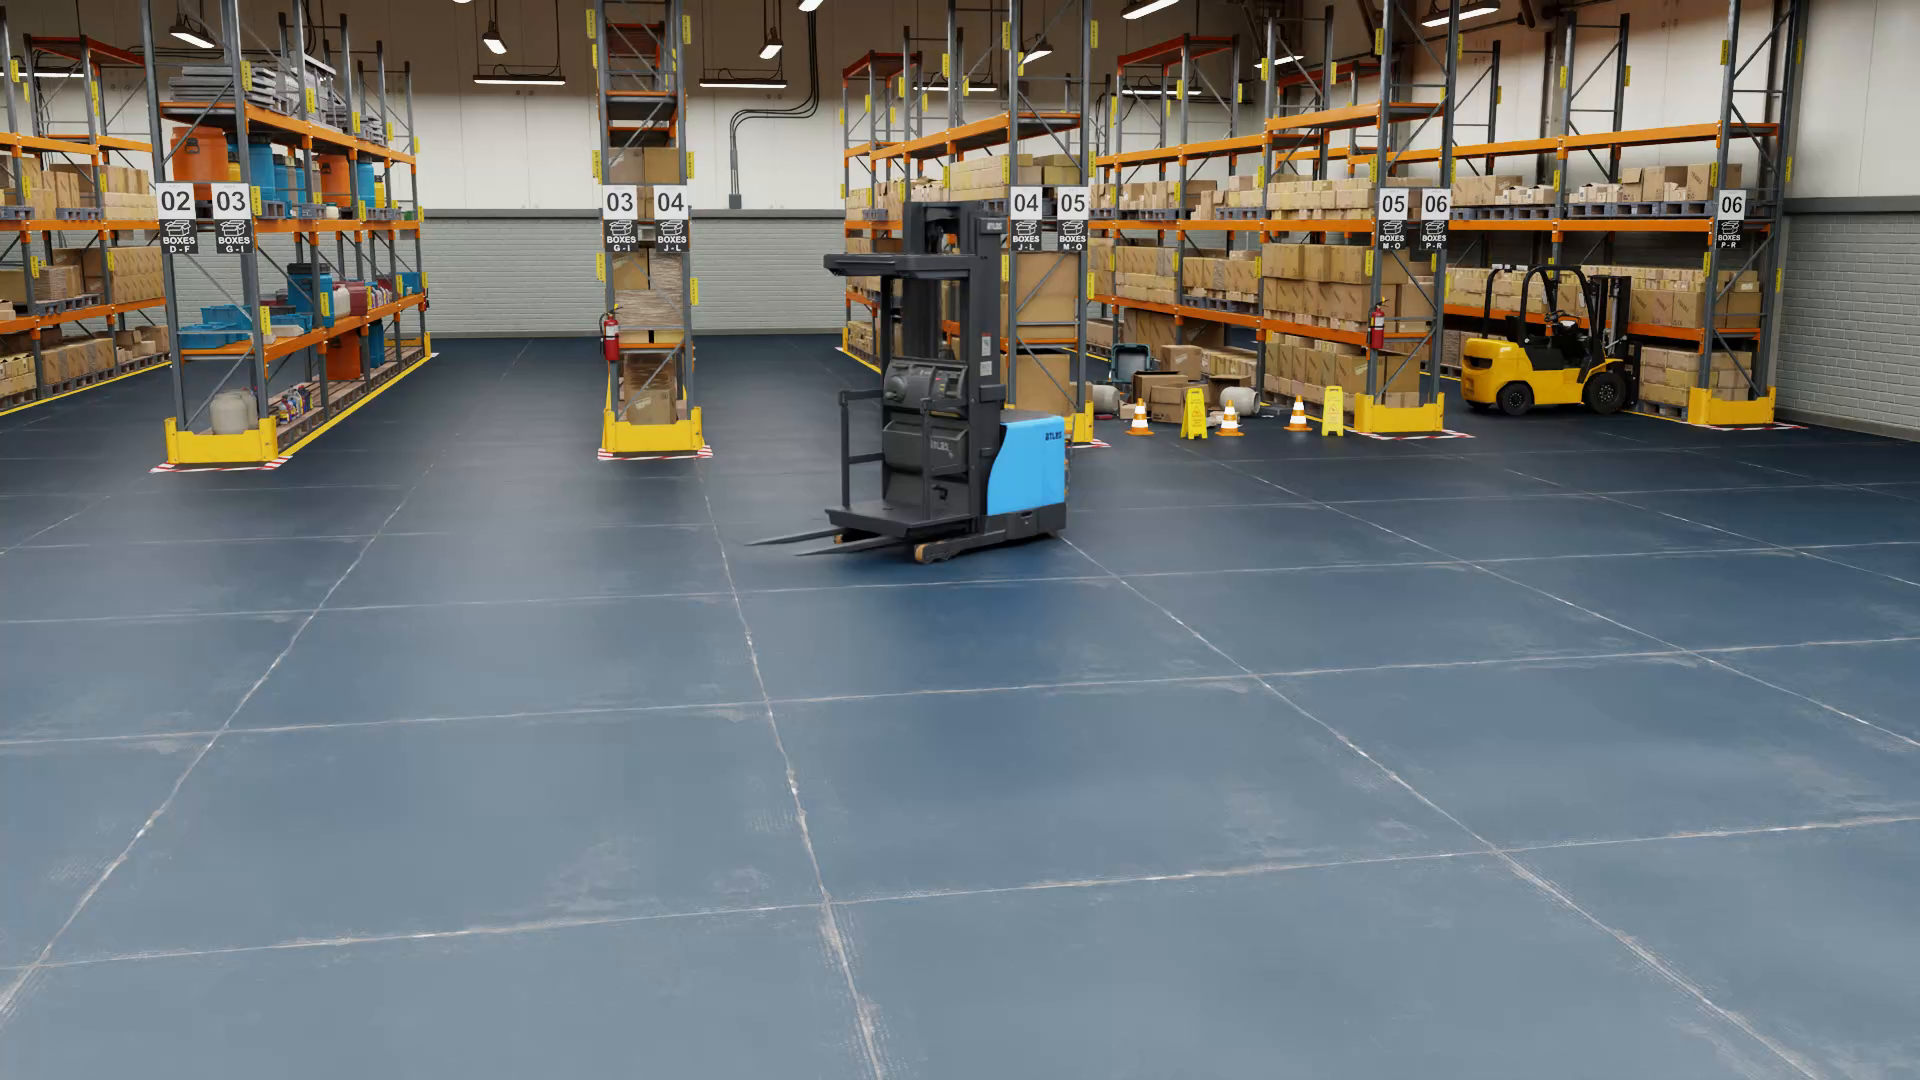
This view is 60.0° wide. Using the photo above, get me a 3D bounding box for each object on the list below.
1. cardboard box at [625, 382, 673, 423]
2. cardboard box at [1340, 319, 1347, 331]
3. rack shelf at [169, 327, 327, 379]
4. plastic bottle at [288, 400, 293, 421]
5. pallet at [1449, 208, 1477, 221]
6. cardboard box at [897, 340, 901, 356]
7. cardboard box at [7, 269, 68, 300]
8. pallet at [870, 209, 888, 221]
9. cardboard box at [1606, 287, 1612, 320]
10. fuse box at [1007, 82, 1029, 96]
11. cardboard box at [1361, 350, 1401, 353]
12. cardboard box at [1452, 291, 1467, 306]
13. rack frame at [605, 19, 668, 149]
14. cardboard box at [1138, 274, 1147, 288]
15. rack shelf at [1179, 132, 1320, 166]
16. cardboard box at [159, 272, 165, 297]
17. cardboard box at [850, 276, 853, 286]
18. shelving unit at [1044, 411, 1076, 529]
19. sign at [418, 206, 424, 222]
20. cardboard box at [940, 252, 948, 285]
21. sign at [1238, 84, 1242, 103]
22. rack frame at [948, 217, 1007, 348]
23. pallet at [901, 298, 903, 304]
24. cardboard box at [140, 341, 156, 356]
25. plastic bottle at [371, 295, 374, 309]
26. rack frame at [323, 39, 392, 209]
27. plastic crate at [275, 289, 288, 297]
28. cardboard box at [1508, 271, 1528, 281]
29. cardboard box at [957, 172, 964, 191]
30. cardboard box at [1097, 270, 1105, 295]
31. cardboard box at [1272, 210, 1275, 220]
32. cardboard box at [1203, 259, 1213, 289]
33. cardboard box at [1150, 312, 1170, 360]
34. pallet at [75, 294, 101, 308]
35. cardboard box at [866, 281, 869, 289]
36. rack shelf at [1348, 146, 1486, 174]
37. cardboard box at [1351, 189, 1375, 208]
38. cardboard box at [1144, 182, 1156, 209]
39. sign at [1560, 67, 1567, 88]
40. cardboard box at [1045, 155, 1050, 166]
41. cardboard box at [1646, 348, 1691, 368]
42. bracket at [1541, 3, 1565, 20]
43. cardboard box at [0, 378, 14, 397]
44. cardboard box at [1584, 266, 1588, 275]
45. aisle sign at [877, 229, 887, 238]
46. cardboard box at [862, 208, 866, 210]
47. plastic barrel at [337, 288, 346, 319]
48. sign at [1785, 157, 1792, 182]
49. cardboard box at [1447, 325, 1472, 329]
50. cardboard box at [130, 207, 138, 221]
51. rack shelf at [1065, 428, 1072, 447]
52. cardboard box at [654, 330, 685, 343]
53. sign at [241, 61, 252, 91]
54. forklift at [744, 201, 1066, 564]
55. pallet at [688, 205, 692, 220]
[{"bbox_3d":[-4.032,-1.786,21.619,0.500,0.500,0.500,1,11,4],"label":"cardboard box"},{"bbox_3d":[5.474,-2.972,22.961,0.380,0.149,0.250,-2,11,-12],"label":"cardboard box"},{"bbox_3d":[-9.025,-2.417,21.299,1.077,0.370,4.000,-2,11,-11],"label":"rack shelf"},{"bbox_3d":[-8.750,-1.686,21.655,0.097,0.271,0.097,0,11,0],"label":"plastic bottle"},{"bbox_3d":[9.475,-5.852,29.905,1.213,0.211,1.003,-2,11,-8],"label":"pallet"},{"bbox_3d":[-0.833,-3.303,29.588,0.500,0.500,0.500,-2,11,-11],"label":"cardboard box"},{"bbox_3d":[-15.275,-4.233,27.525,0.700,0.500,0.500,0,11,0],"label":"cardboard box"},{"bbox_3d":[-1.006,-6.021,30.787,1.213,0.211,1.003,-2,11,-11],"label":"pallet"},{"bbox_3d":[10.081,-3.630,25.477,0.500,0.500,0.500,-2,11,-12],"label":"cardboard box"},{"bbox_3d":[1.469,-11.417,42.056,0.513,0.334,0.176,-2,11,-11],"label":"fuse box"},{"bbox_3d":[5.946,-2.426,23.647,0.500,0.500,0.500,-3,11,-13],"label":"cardboard box"},{"bbox_3d":[9.195,-4.336,29.859,0.500,0.250,0.500,-2,11,-12],"label":"cardboard box"},{"bbox_3d":[-5.333,-6.998,27.398,1.000,3.000,0.127,-2,11,-11],"label":"rack frame"},{"bbox_3d":[3.720,-4.945,31.721,0.500,0.250,0.500,-2,11,-13],"label":"cardboard box"},{"bbox_3d":[4.776,-6.442,27.469,1.077,0.370,4.000,-2,11,-11],"label":"rack shelf"},{"bbox_3d":[-16.253,-5.136,33.390,0.500,0.500,0.500,-2,11,-9],"label":"cardboard box"},{"bbox_3d":[-2.059,-5.686,35.485,0.500,0.500,0.500,-2,11,-11],"label":"cardboard box"},{"bbox_3d":[0.864,-0.642,15.218,0.215,1.050,0.252,1,10,-23],"label":"shelving unit"},{"bbox_3d":[-11.211,-6.784,34.572,0.100,0.325,0.005,-2,11,-11],"label":"sign"},{"bbox_3d":[0.027,-4.298,26.312,0.700,0.500,0.500,-2,11,-11],"label":"cardboard box"},{"bbox_3d":[4.918,-7.878,29.310,0.100,0.325,0.005,-2,11,-11],"label":"sign"},{"bbox_3d":[0.329,-3.479,24.955,1.000,3.000,0.127,-2,11,-11],"label":"rack frame"},{"bbox_3d":[-0.874,-4.480,30.727,1.003,0.211,1.213,-2,11,-11],"label":"pallet"},{"bbox_3d":[-16.105,-3.758,32.597,0.500,0.250,0.500,-2,11,-11],"label":"cardboard box"},{"bbox_3d":[-10.139,-4.119,28.625,0.061,0.283,0.133,-2,11,-11],"label":"plastic bottle"},{"bbox_3d":[-10.970,-7.552,30.306,1.000,3.000,0.127,-2,11,-11],"label":"rack frame"},{"bbox_3d":[-10.178,-3.595,25.391,0.402,0.464,0.583,-2,11,-11],"label":"plastic crate"},{"bbox_3d":[9.515,-4.469,28.151,0.380,0.149,0.250,-2,11,-12],"label":"cardboard box"},{"bbox_3d":[0.250,-5.089,23.602,0.500,0.250,0.500,-2,11,-11],"label":"cardboard box"},{"bbox_3d":[3.163,-5.364,34.591,0.500,0.500,0.500,-2,11,-12],"label":"cardboard box"},{"bbox_3d":[4.983,-4.961,25.390,0.380,0.149,0.250,-2,11,-12],"label":"cardboard box"},{"bbox_3d":[4.466,-4.530,28.287,0.500,0.500,0.500,-2,11,-10],"label":"cardboard box"},{"bbox_3d":[4.165,-3.868,31.554,0.875,0.875,0.875,-2,11,-10],"label":"cardboard box"},{"bbox_3d":[-15.781,-4.180,29.152,1.003,0.211,1.213,-2,11,-11],"label":"pallet"},{"bbox_3d":[-1.601,-4.941,32.181,0.380,0.149,0.250,-3,11,-14],"label":"cardboard box"},{"bbox_3d":[8.866,-7.357,32.276,1.077,0.370,4.000,-2,11,-11],"label":"rack shelf"},{"bbox_3d":[5.579,-4.574,22.291,0.500,0.250,0.500,-2,11,-12],"label":"cardboard box"},{"bbox_3d":[3.760,-6.453,31.167,0.500,0.500,0.500,-2,11,-10],"label":"cardboard box"},{"bbox_3d":[9.504,-7.282,26.179,0.100,0.325,0.005,-2,11,-11],"label":"sign"},{"bbox_3d":[1.307,-4.862,21.345,0.380,0.149,0.250,-2,11,-11],"label":"cardboard box"},{"bbox_3d":[10.311,-2.639,24.095,0.500,0.250,0.500,-2,11,-10],"label":"cardboard box"},{"bbox_3d":[10.126,-9.013,28.355,0.235,0.232,0.430,-2,11,-11],"label":"bracket"},{"bbox_3d":[-14.511,-2.273,24.846,0.500,0.250,0.500,-2,11,-10],"label":"cardboard box"},{"bbox_3d":[10.002,-4.213,26.010,0.380,0.149,0.250,-2,11,-12],"label":"cardboard box"},{"bbox_3d":[-1.724,-6.982,36.403,0.394,0.787,0.004,-2,11,-11],"label":"aisle sign"},{"bbox_3d":[-1.673,-6.519,33.302,0.500,0.250,0.500,-2,11,-11],"label":"cardboard box"},{"bbox_3d":[-9.700,-3.668,25.646,0.421,0.512,0.421,0,11,0],"label":"plastic barrel"},{"bbox_3d":[11.357,-5.087,22.826,0.100,0.325,0.005,-2,11,-11],"label":"sign"},{"bbox_3d":[9.460,-3.997,31.501,0.380,0.149,0.250,-2,11,-8],"label":"cardboard box"},{"bbox_3d":[-15.971,-6.199,31.620,0.500,0.250,0.500,-2,11,-11],"label":"cardboard box"},{"bbox_3d":[0.887,-0.911,15.176,0.215,0.259,0.240,1,10,-23],"label":"rack shelf"},{"bbox_3d":[-3.599,-2.522,20.594,0.380,0.149,0.250,-2,11,-11],"label":"cardboard box"},{"bbox_3d":[-8.095,-5.268,18.864,0.100,0.325,0.005,-2,11,-11],"label":"sign"},{"bbox_3d":[-0.443,-1.348,13.939,1.130,2.935,3.031,10,15,43],"label":"forklift"},{"bbox_3d":[-4.571,-4.816,24.457,1.213,0.211,1.003,-2,11,-11],"label":"pallet"}]
